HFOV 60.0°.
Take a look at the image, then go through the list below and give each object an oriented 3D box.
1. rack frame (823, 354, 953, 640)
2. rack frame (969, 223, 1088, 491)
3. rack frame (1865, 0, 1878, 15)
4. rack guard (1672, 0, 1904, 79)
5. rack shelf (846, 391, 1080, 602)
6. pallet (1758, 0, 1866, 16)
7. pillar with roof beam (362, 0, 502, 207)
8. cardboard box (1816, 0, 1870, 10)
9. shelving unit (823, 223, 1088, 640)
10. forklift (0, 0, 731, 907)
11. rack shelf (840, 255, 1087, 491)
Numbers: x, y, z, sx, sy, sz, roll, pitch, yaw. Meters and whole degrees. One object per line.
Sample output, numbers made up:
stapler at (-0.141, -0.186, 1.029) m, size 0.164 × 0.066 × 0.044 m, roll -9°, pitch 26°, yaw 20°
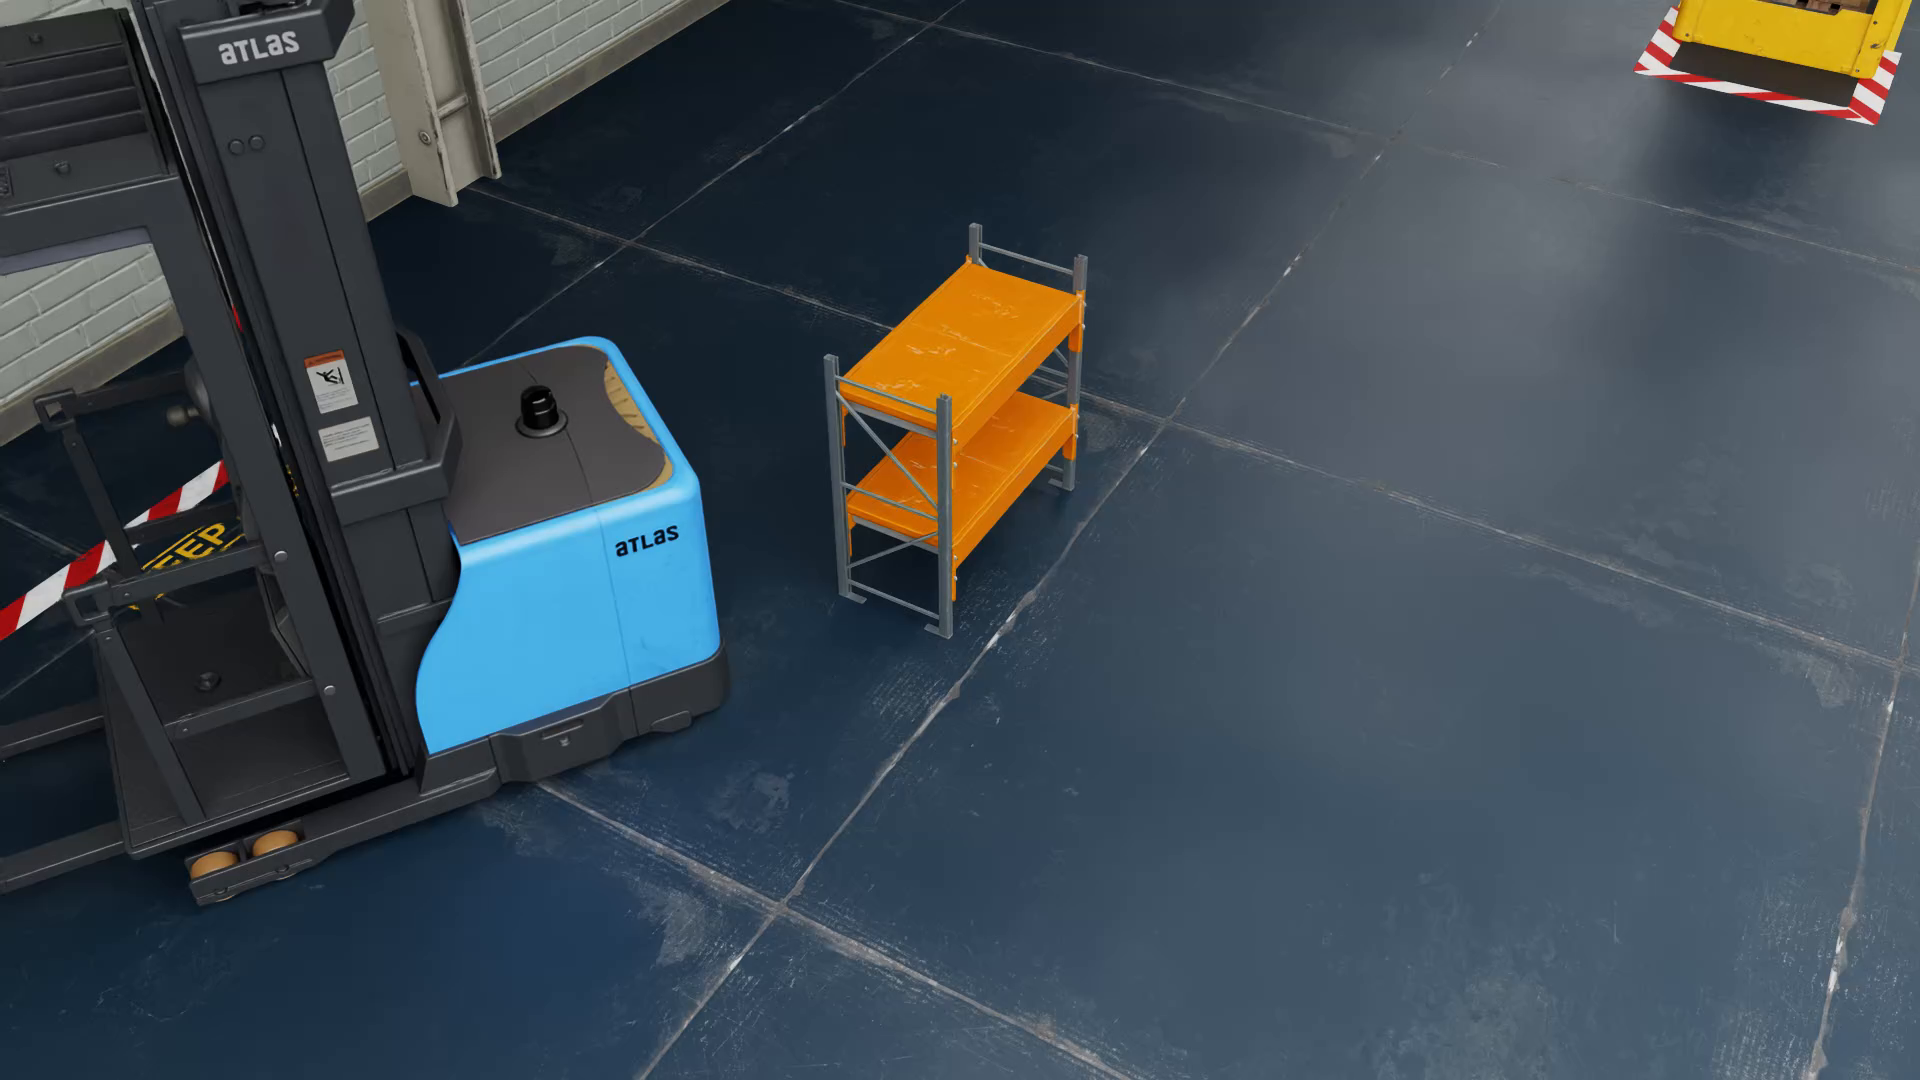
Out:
rack frame at (-0.251, -0.135, 6.052) m, size 0.500 × 1.125 × 0.032 m, roll 21°, pitch 45°, yaw 22°
rack frame at (0.258, -0.717, 6.713) m, size 0.500 × 1.125 × 0.032 m, roll 21°, pitch 45°, yaw 22°
rack frame at (4.988, -4.147, 9.190) m, size 1.000 × 3.000 × 0.127 m, roll 21°, pitch 45°, yaw 22°
rack guard at (4.976, -3.196, 10.001) m, size 1.175 × 0.500 × 0.348 m, roll 21°, pitch 45°, yaw 22°
rack shelf at (0.003, -0.243, 6.544) m, size 0.538 × 0.278 × 1.000 m, roll 21°, pitch 45°, yaw 22°
pallet at (5.334, -3.552, 10.624) m, size 1.003 × 0.211 × 1.213 m, roll 21°, pitch 45°, yaw 22°
pillar with roof beam at (1.023, -3.865, 4.330) m, size 9.100 × 9.000 × 0.400 m, roll 21°, pitch 45°, yaw 22°
cardboard box at (5.449, -3.506, 10.225) m, size 0.500 × 0.250 × 0.500 m, roll 21°, pitch 45°, yaw 22°
shelving unit at (0.003, -0.426, 6.383) m, size 0.538 × 1.125 × 1.048 m, roll 21°, pitch 45°, yaw 22°
forklift at (-2.382, -0.325, 4.901) m, size 3.031 × 2.935 × 1.130 m, roll -19°, pitch 45°, yaw -20°
rack shelf at (0.003, -0.646, 6.189) m, size 0.538 × 0.278 × 1.000 m, roll 21°, pitch 45°, yaw 22°
